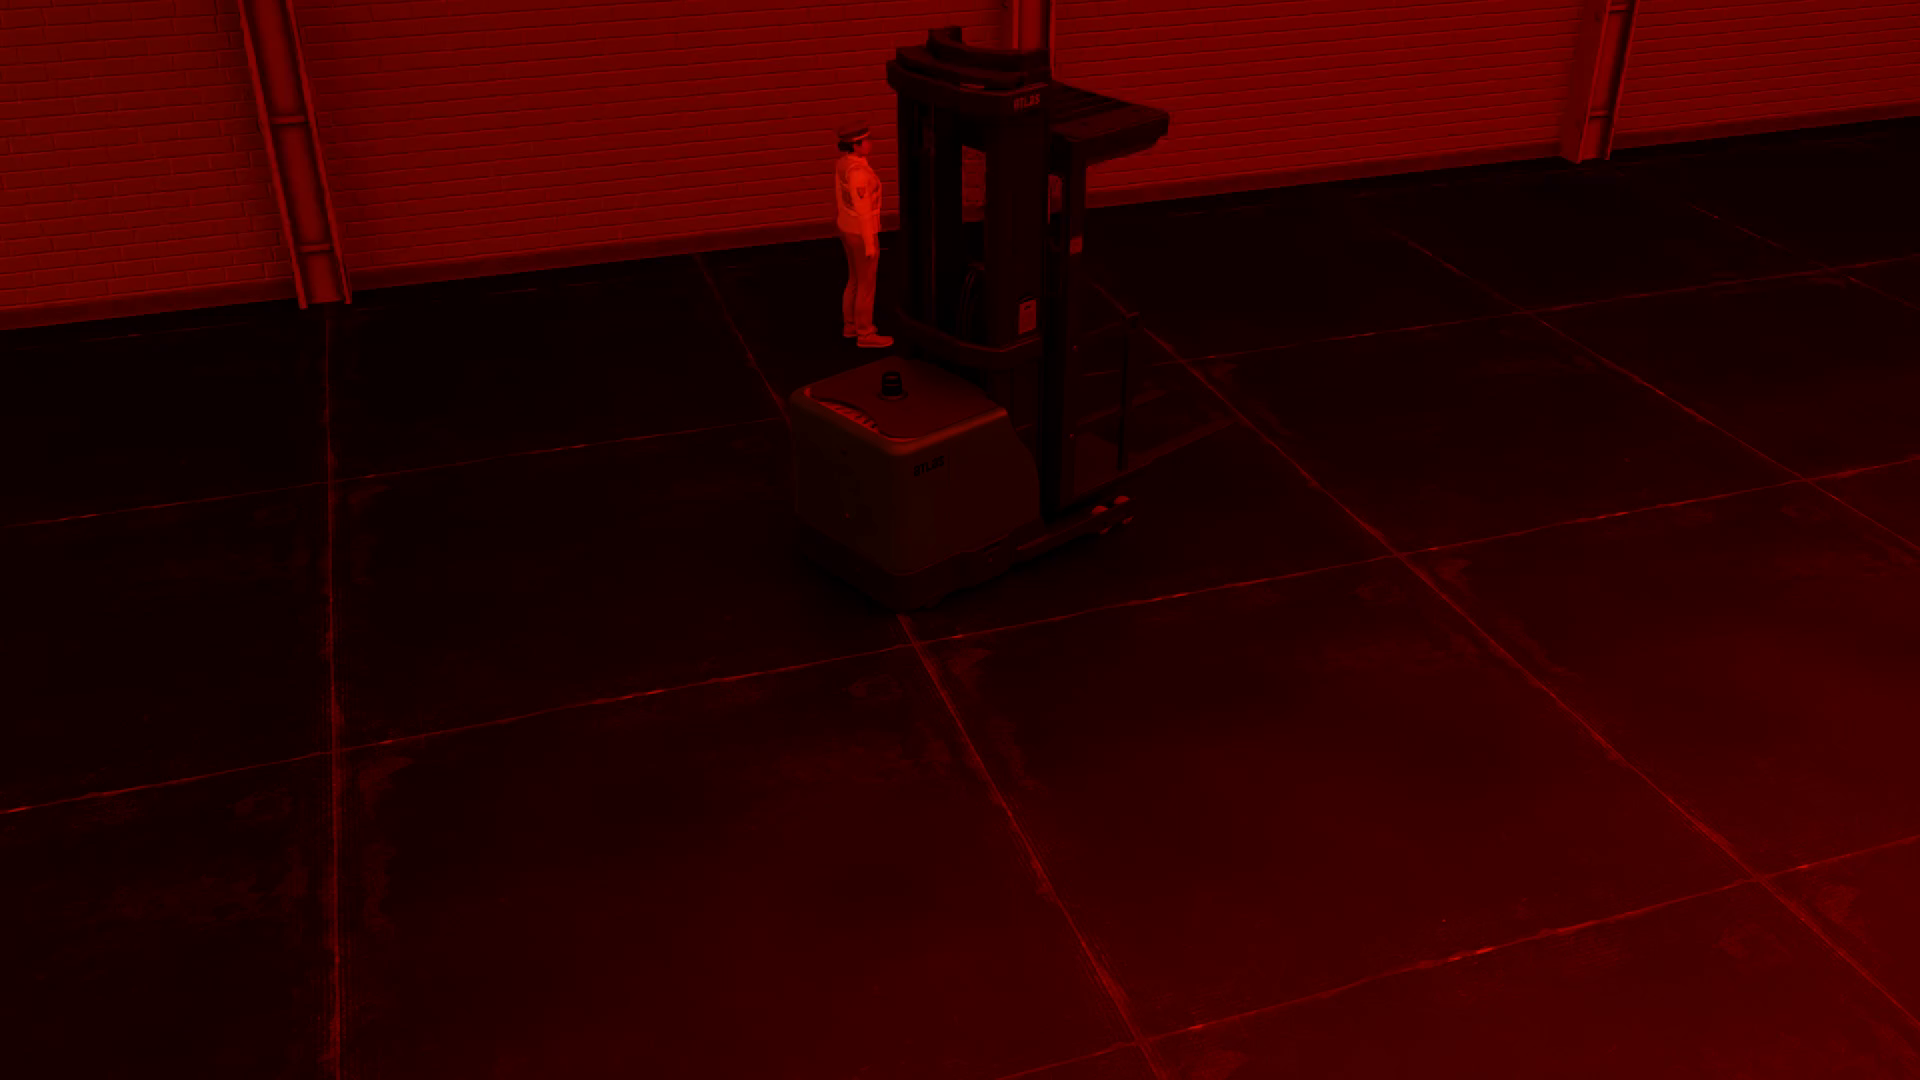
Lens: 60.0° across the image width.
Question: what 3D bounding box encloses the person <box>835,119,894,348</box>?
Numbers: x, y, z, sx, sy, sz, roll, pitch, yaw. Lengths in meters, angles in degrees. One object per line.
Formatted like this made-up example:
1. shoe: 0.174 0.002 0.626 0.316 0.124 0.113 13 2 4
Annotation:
1. person: -0.721 -2.263 12.273 0.341 1.688 0.504 -12 32 -20

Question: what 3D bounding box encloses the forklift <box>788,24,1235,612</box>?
1. forklift: 0.458 -1.486 9.669 3.031 2.935 1.130 -24 38 -35
